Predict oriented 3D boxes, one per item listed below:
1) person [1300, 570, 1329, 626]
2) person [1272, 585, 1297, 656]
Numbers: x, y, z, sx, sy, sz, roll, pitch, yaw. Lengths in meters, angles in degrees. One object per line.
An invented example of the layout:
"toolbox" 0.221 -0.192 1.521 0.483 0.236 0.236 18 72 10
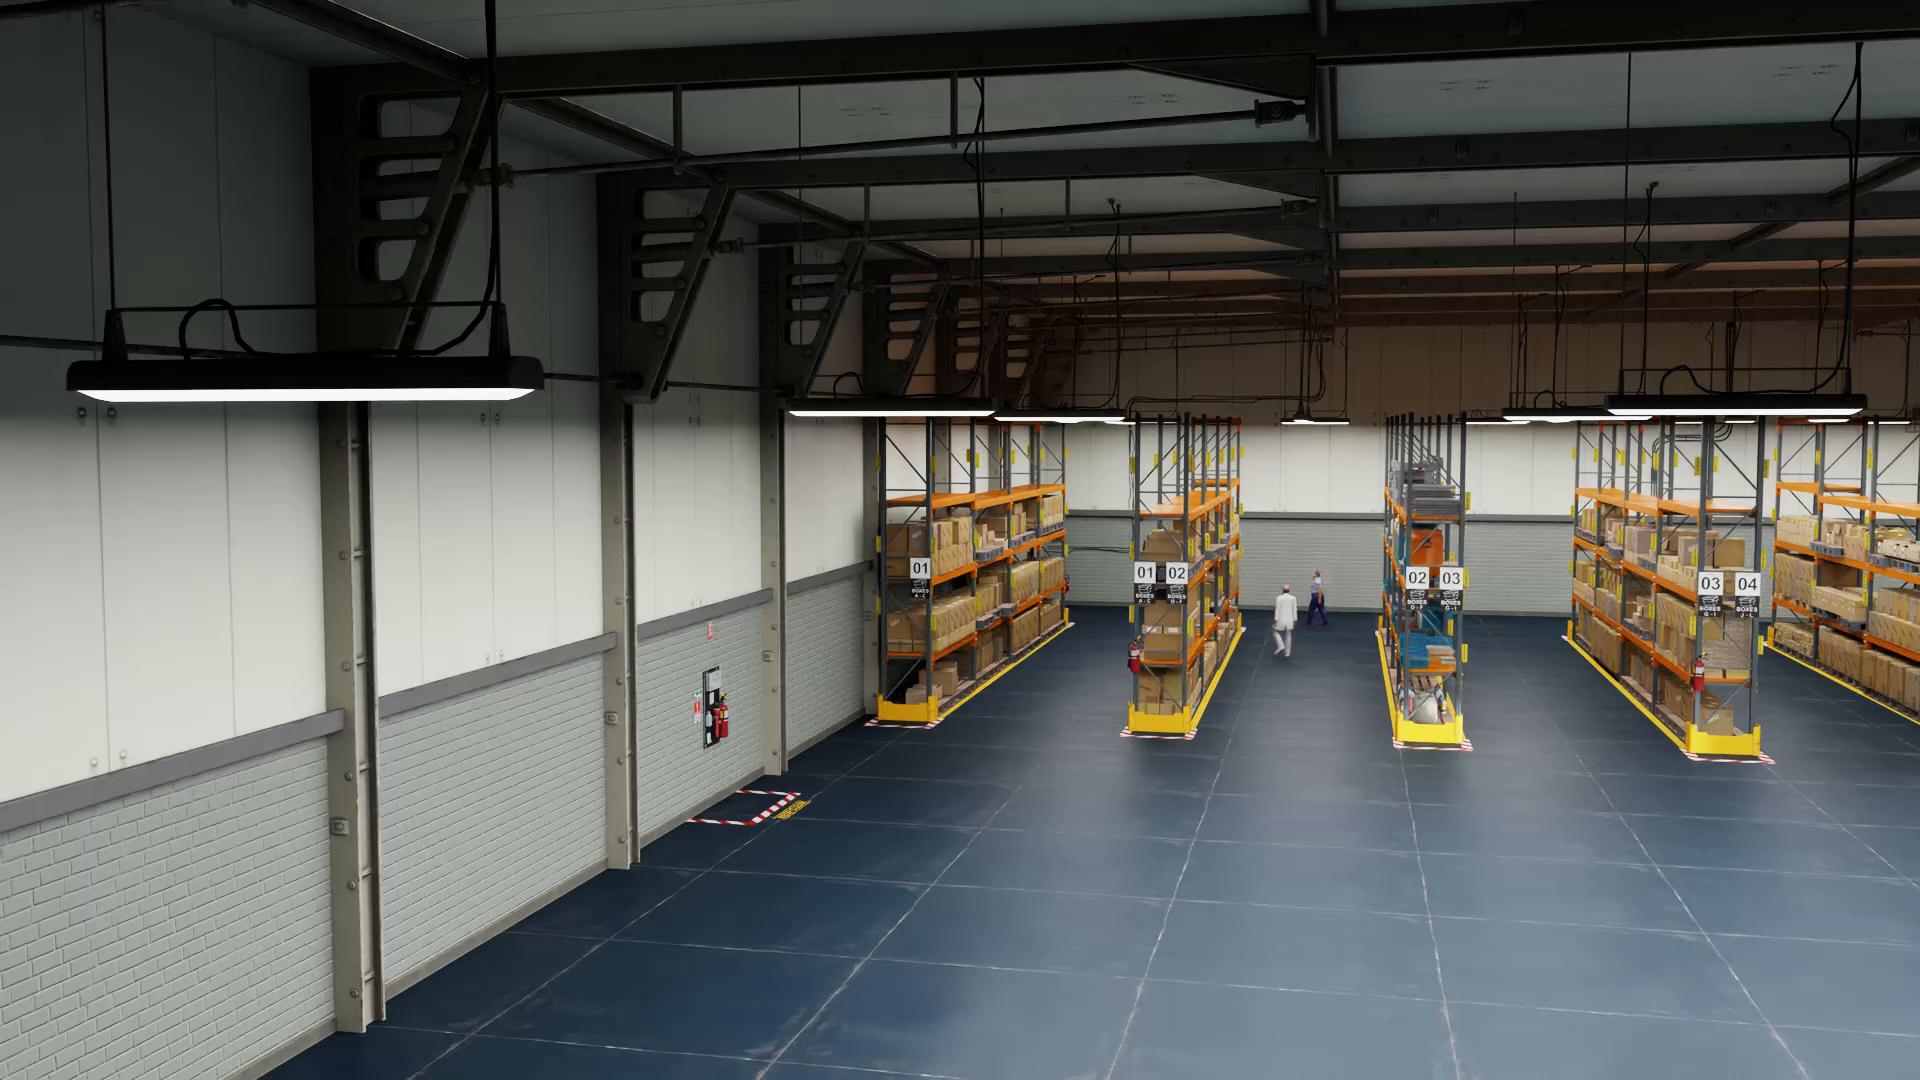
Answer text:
"person" 10.211 1.667 47.788 0.825 1.615 0.489 2 4 23
"person" 8.146 2.015 41.616 0.638 1.779 0.528 -1 4 -13
